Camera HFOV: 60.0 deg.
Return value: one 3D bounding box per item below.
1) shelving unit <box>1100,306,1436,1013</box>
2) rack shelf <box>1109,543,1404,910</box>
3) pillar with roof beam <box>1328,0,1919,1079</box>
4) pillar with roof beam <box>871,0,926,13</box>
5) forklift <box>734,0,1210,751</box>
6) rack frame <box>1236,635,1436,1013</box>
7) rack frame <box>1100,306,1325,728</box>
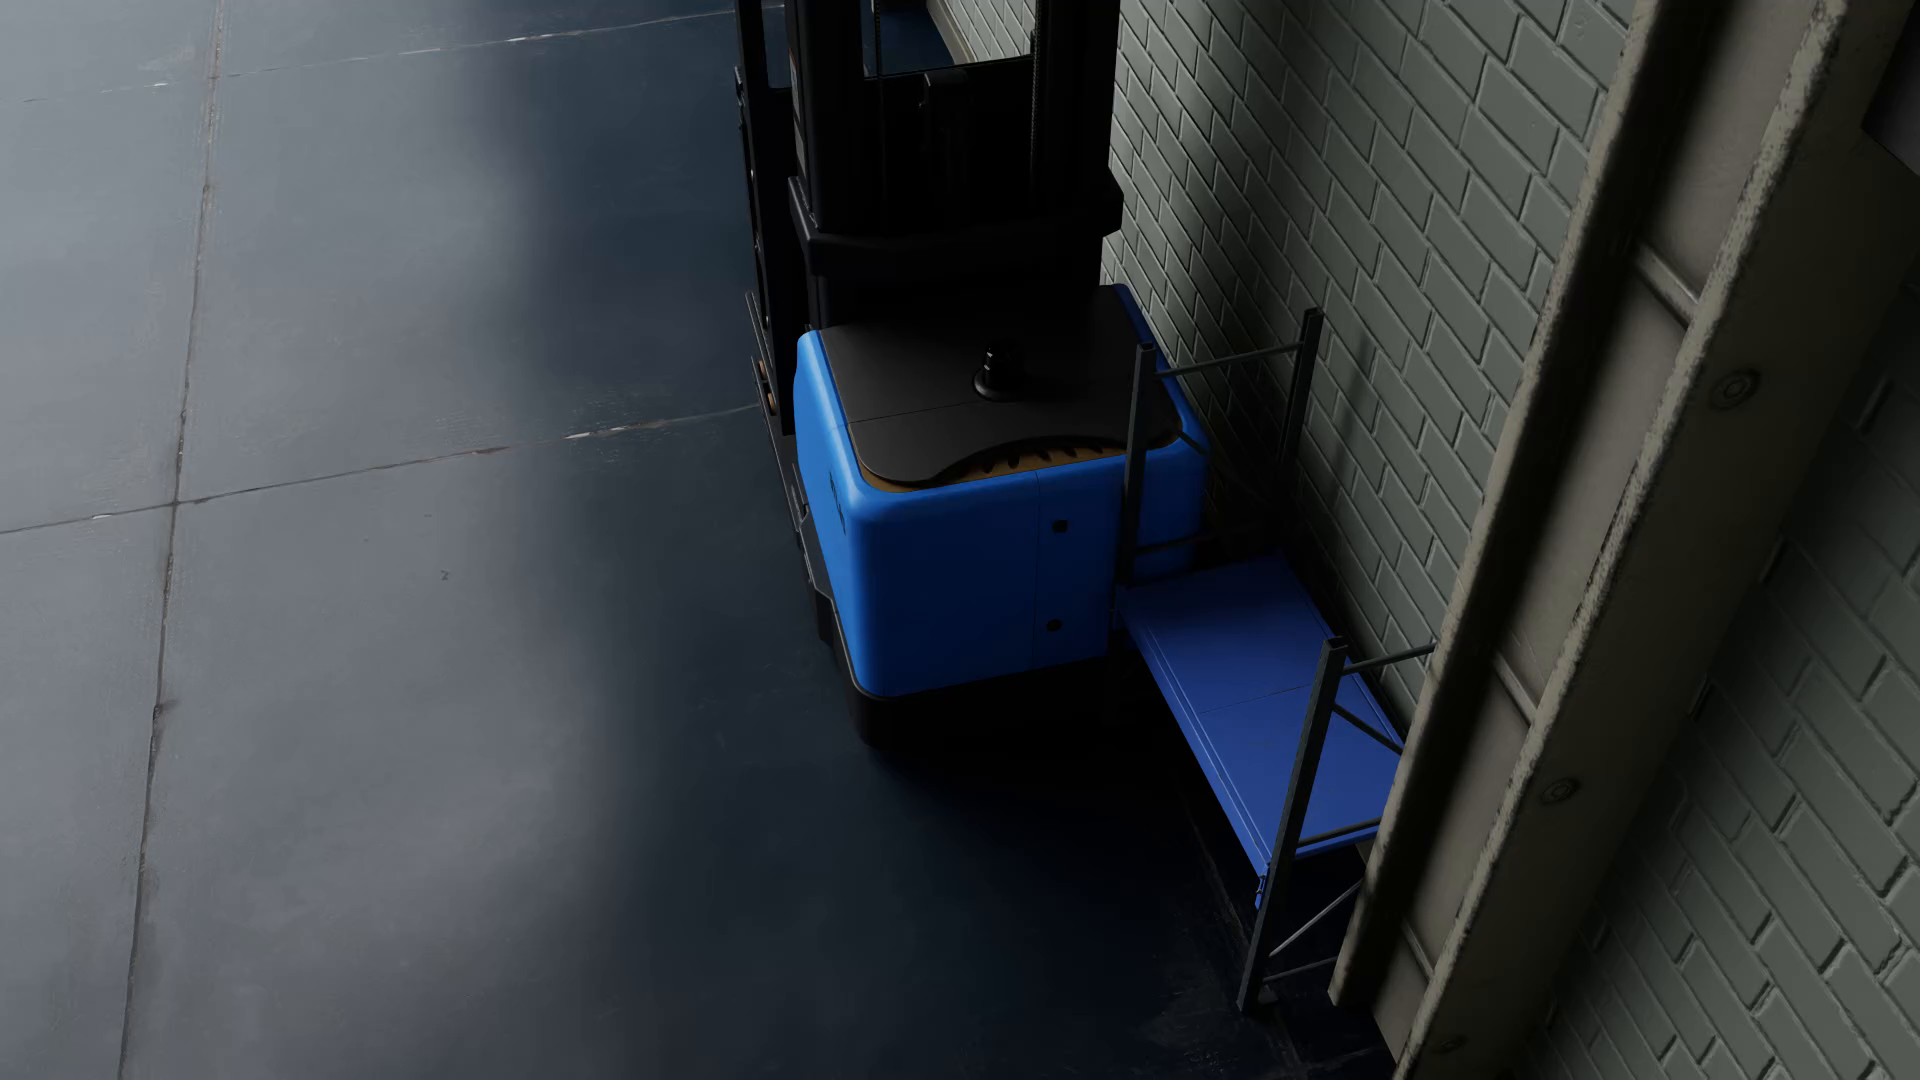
[{"bbox_3d":[0.837,0.341,4.359,0.538,1.500,1.048,-13,47,-13],"label":"shelving unit"},{"bbox_3d":[0.836,0.467,4.488,0.538,0.185,1.000,-13,47,-13],"label":"rack shelf"},{"bbox_3d":[-2.959,-1.026,0.455,9.100,9.000,0.400,-11,47,-10],"label":"pillar with roof beam"},{"bbox_3d":[-4.495,-5.169,4.515,9.100,9.000,0.400,-11,47,-10],"label":"pillar with roof beam"},{"bbox_3d":[-0.154,-1.462,5.131,1.130,2.935,3.031,-10,46,-10],"label":"forklift"},{"bbox_3d":[0.993,0.687,4.021,0.500,1.500,0.032,-13,47,-13],"label":"rack frame"},{"bbox_3d":[0.680,-0.004,4.697,0.500,1.500,0.032,-13,47,-13],"label":"rack frame"}]
